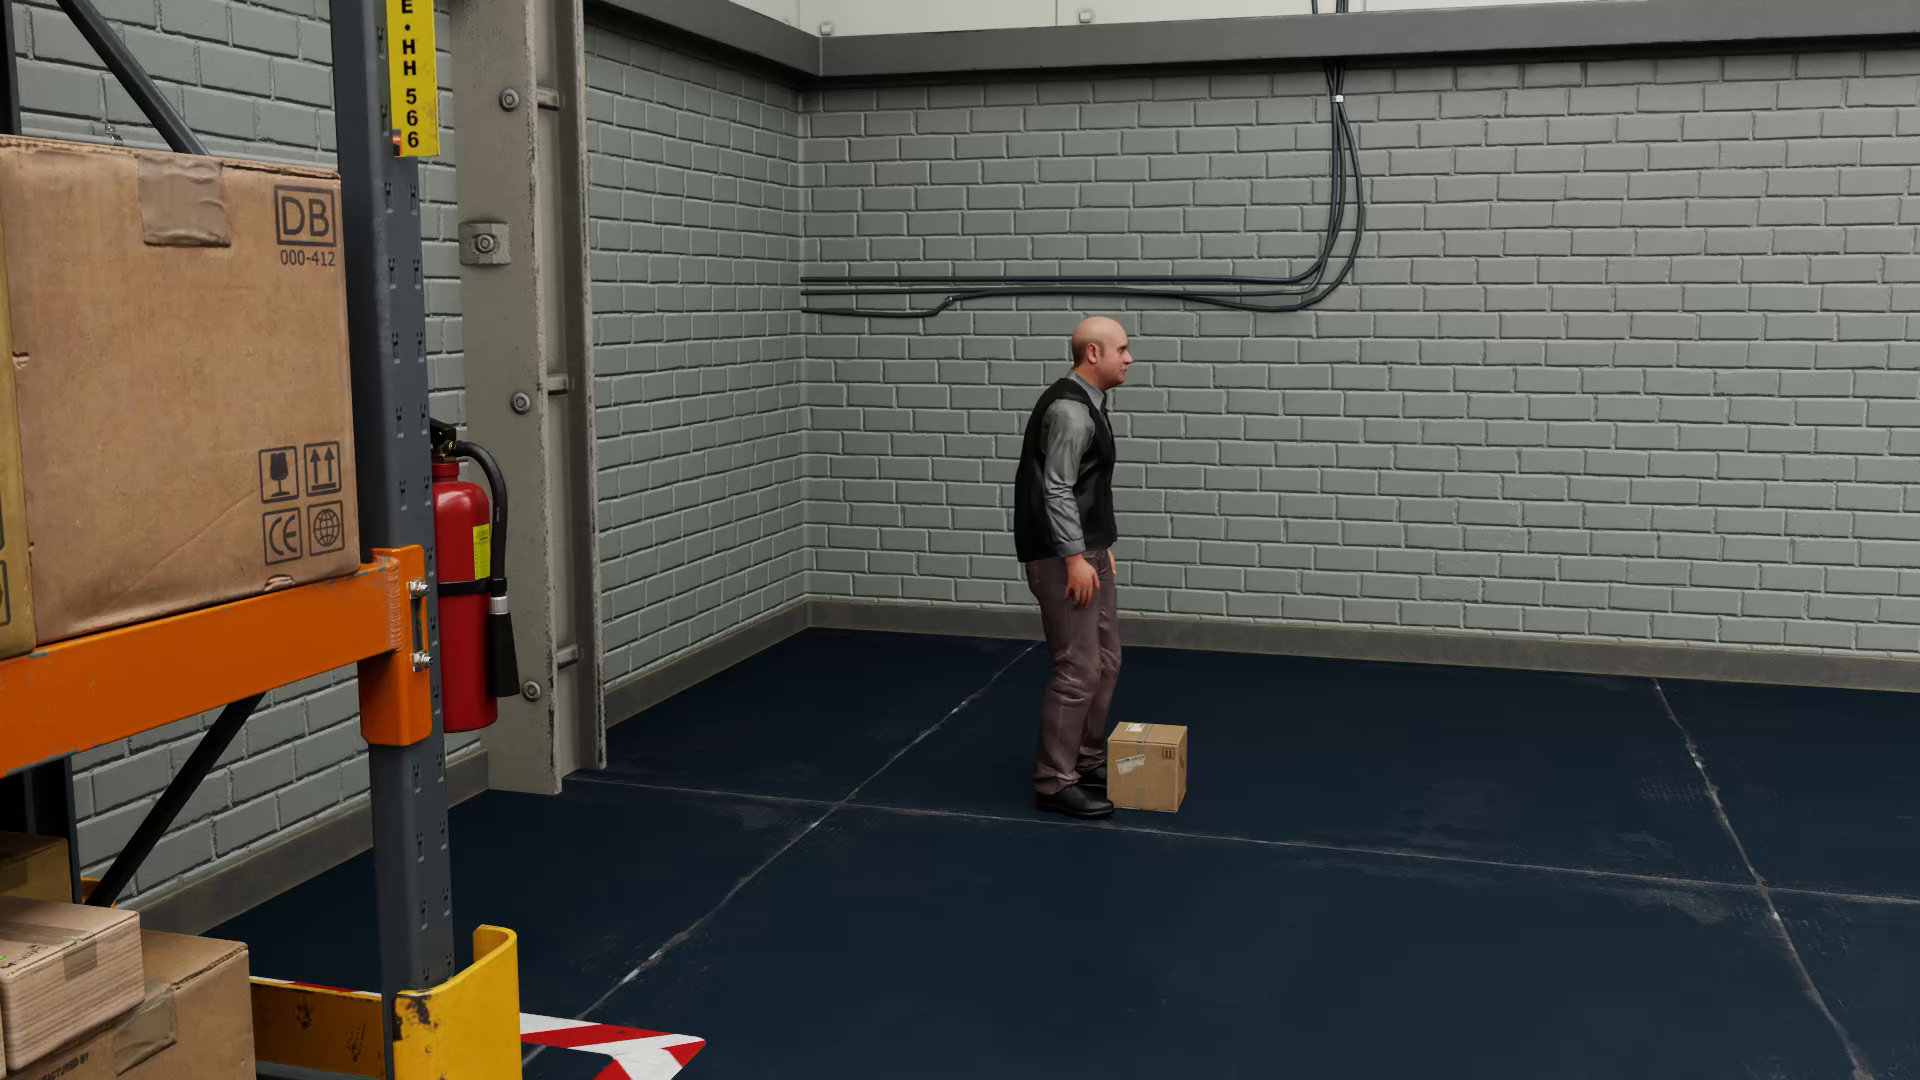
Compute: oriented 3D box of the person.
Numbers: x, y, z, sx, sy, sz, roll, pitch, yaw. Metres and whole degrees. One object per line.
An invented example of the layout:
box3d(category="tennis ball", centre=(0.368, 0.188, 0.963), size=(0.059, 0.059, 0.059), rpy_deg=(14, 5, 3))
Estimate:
box3d(category="person", centre=(0.426, 0.072, 5.915), size=(0.464, 1.721, 0.589), rpy_deg=(2, 9, 14))
